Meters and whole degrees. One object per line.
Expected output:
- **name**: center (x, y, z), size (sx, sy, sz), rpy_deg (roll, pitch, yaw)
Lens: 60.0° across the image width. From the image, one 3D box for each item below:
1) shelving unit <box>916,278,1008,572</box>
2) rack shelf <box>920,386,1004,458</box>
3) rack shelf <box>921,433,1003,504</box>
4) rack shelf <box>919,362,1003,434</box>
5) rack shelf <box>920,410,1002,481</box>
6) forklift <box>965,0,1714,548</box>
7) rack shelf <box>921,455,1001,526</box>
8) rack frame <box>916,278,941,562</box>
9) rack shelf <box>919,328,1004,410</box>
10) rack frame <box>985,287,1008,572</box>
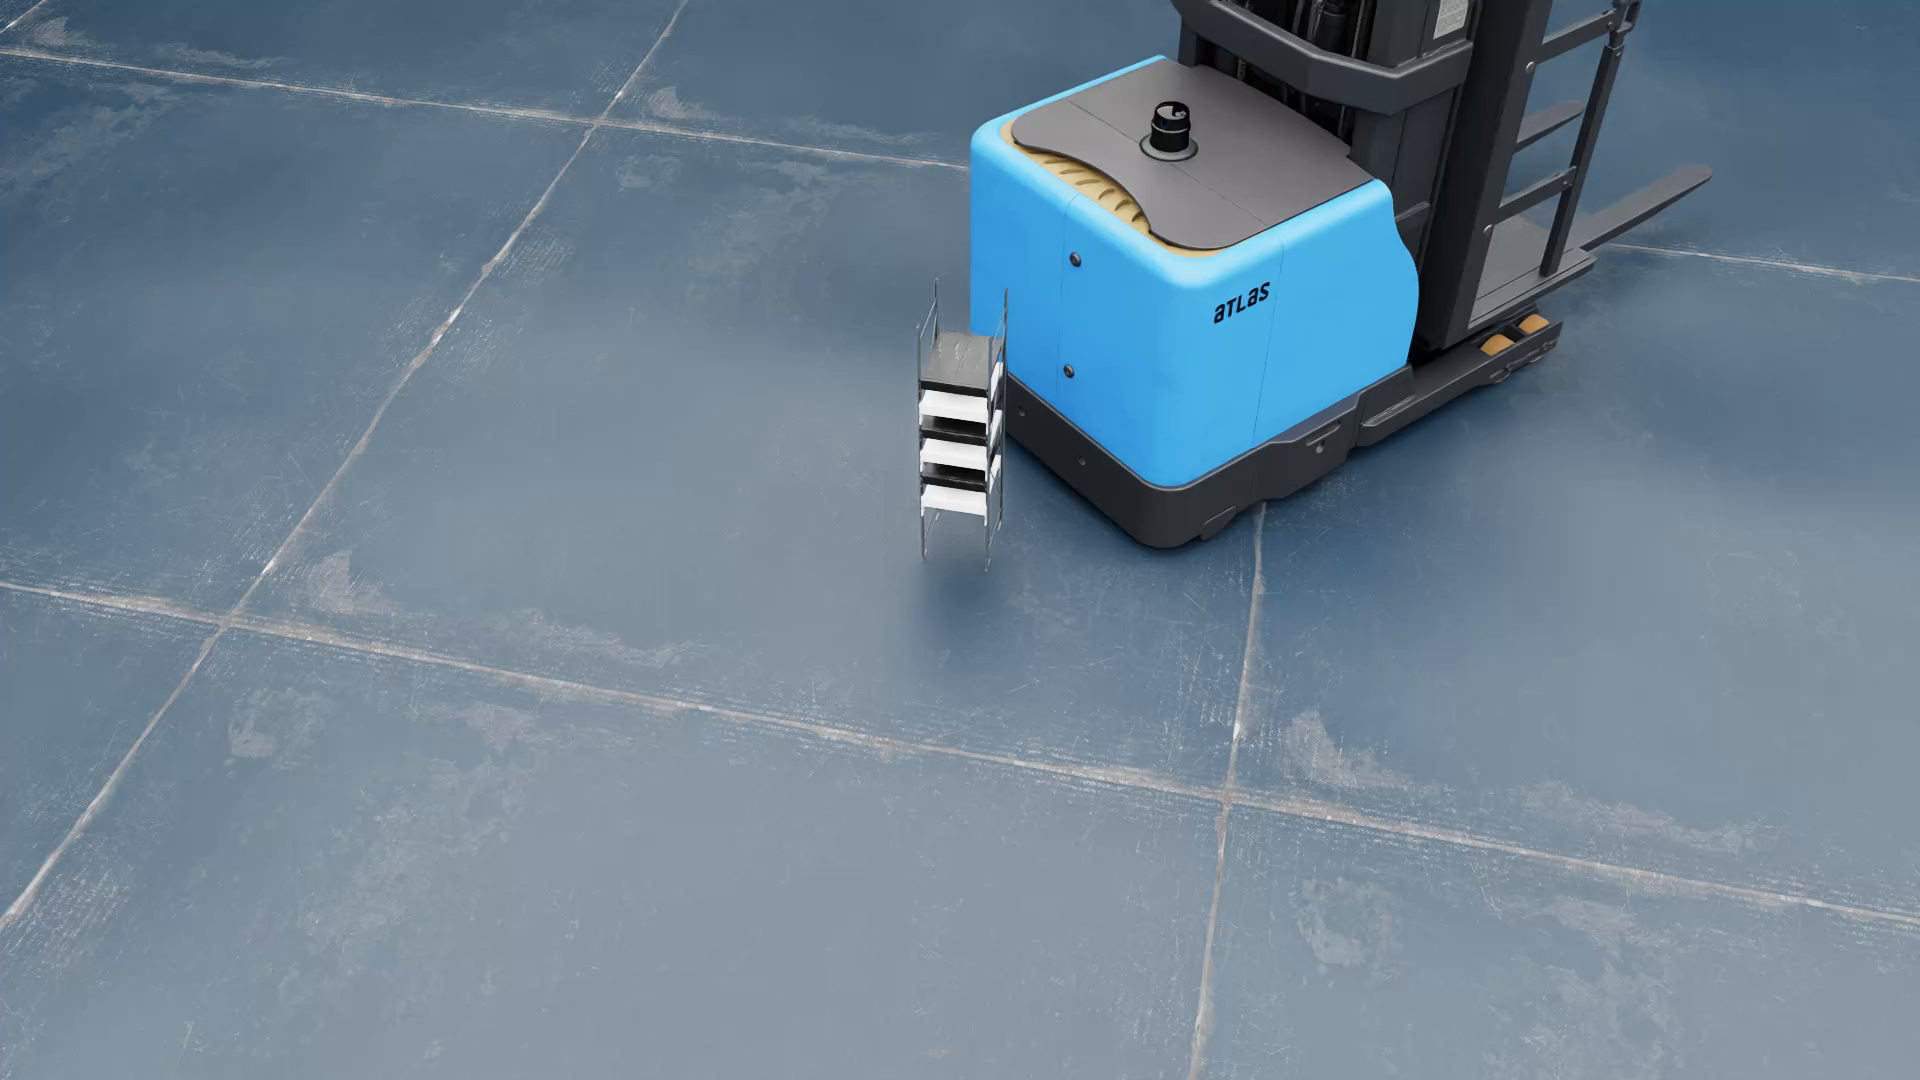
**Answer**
- **shelving unit**: center (0.008, -0.323, 4.937), size (0.210, 0.900, 0.258), rpy_deg (9, 45, 9)
- **rack shelf**: center (0.008, -0.364, 4.897), size (0.200, 0.077, 0.258), rpy_deg (9, 45, 9)
- **rack shelf**: center (0.008, -0.234, 5.022), size (0.200, 0.077, 0.258), rpy_deg (9, 45, 9)
- **rack shelf**: center (0.008, -0.429, 4.835), size (0.200, 0.077, 0.258), rpy_deg (9, 45, 9)
- **rack shelf**: center (0.008, -0.299, 4.960), size (0.200, 0.077, 0.258), rpy_deg (9, 45, 9)
- **forklift**: center (1.499, -1.872, 5.081), size (3.031, 2.935, 1.130), rpy_deg (-28, 50, -26)
- **rack shelf**: center (0.008, -0.169, 5.085), size (0.200, 0.077, 0.258), rpy_deg (9, 45, 9)
- **rack frame**: center (-0.091, -0.338, 4.953), size (0.006, 0.900, 0.240), rpy_deg (9, 45, 9)
- **rack shelf**: center (0.008, -0.493, 4.773), size (0.200, 0.077, 0.258), rpy_deg (9, 45, 9)
- **rack frame**: center (0.107, -0.308, 4.921), size (0.006, 0.900, 0.240), rpy_deg (9, 45, 9)
